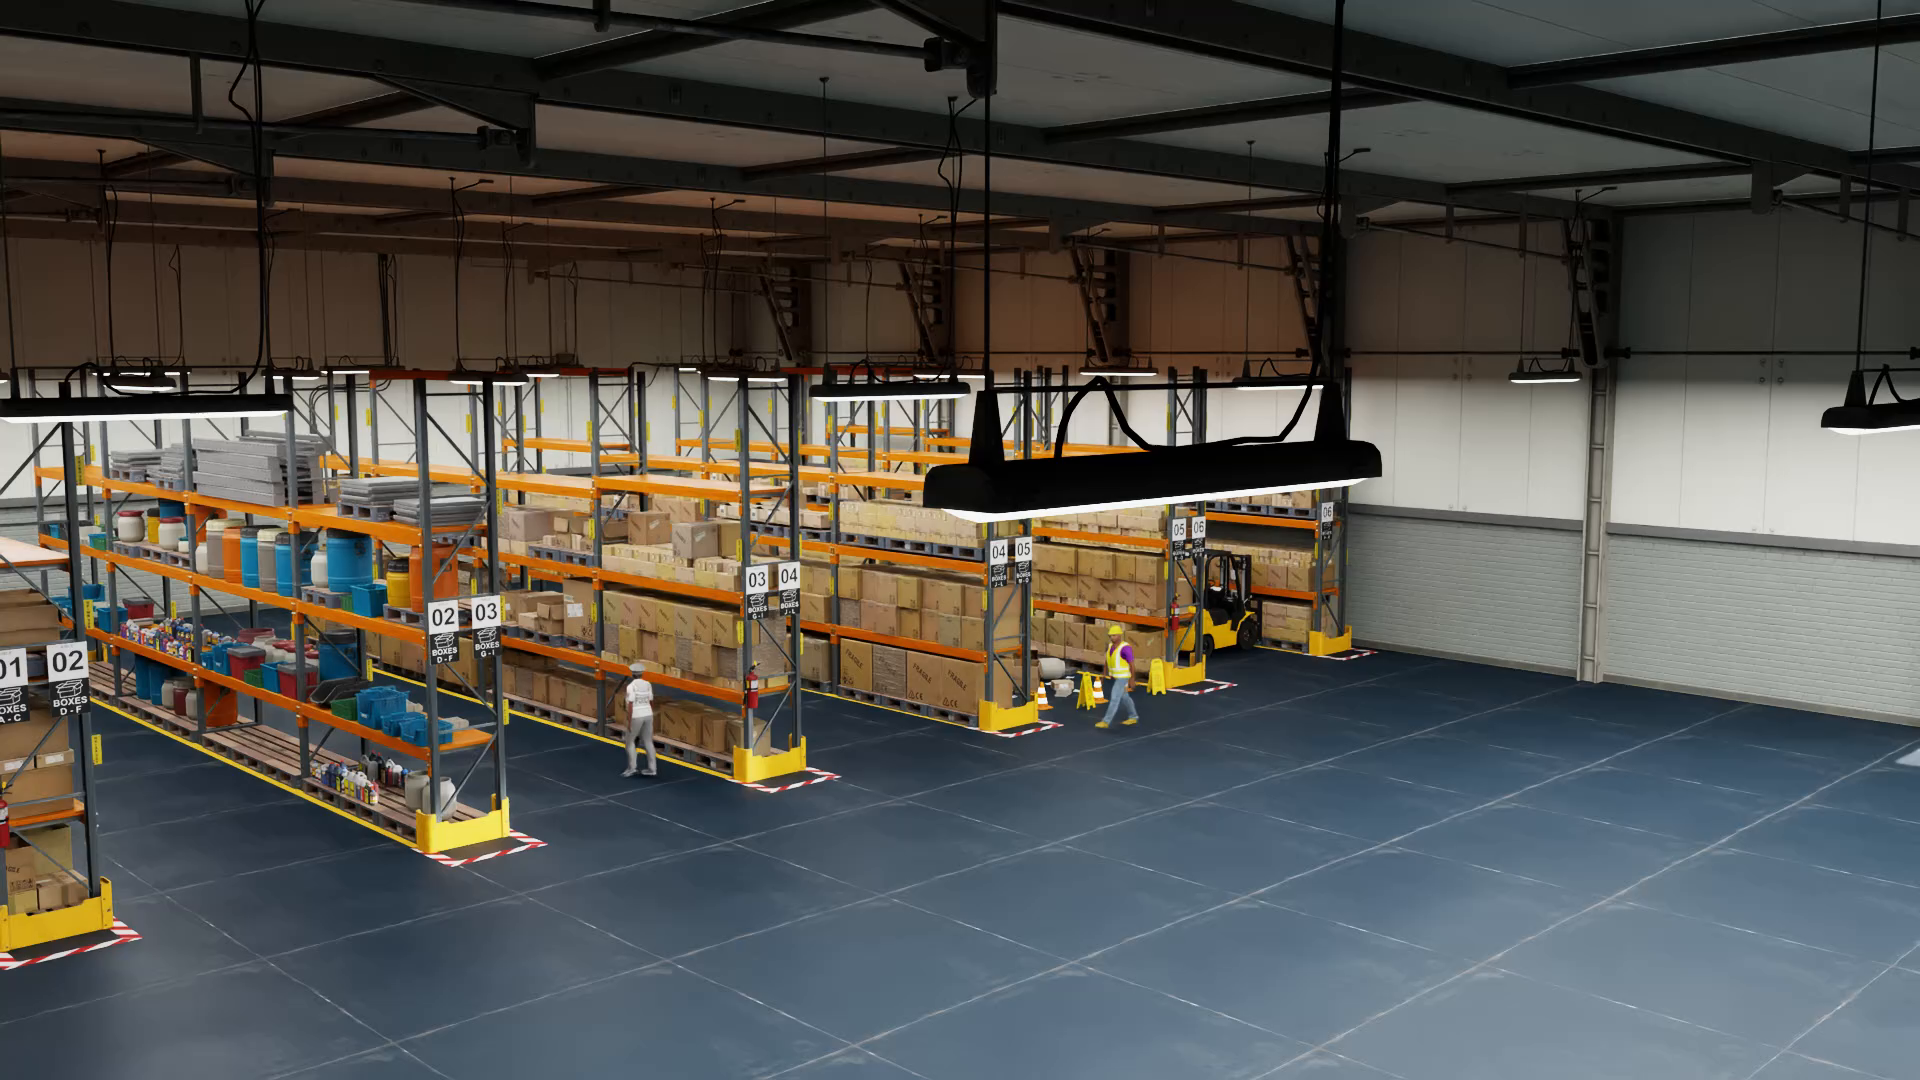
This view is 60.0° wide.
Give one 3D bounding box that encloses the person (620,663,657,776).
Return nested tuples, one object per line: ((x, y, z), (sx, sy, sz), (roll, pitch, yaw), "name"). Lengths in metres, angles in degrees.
((-4.788, 2.727, 24.900), (0.595, 1.723, 0.506), (5, 8, 40), "person")

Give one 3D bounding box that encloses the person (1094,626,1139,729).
((2.594, 2.295, 27.987), (1.013, 1.710, 0.579), (-3, 7, -25), "person")
